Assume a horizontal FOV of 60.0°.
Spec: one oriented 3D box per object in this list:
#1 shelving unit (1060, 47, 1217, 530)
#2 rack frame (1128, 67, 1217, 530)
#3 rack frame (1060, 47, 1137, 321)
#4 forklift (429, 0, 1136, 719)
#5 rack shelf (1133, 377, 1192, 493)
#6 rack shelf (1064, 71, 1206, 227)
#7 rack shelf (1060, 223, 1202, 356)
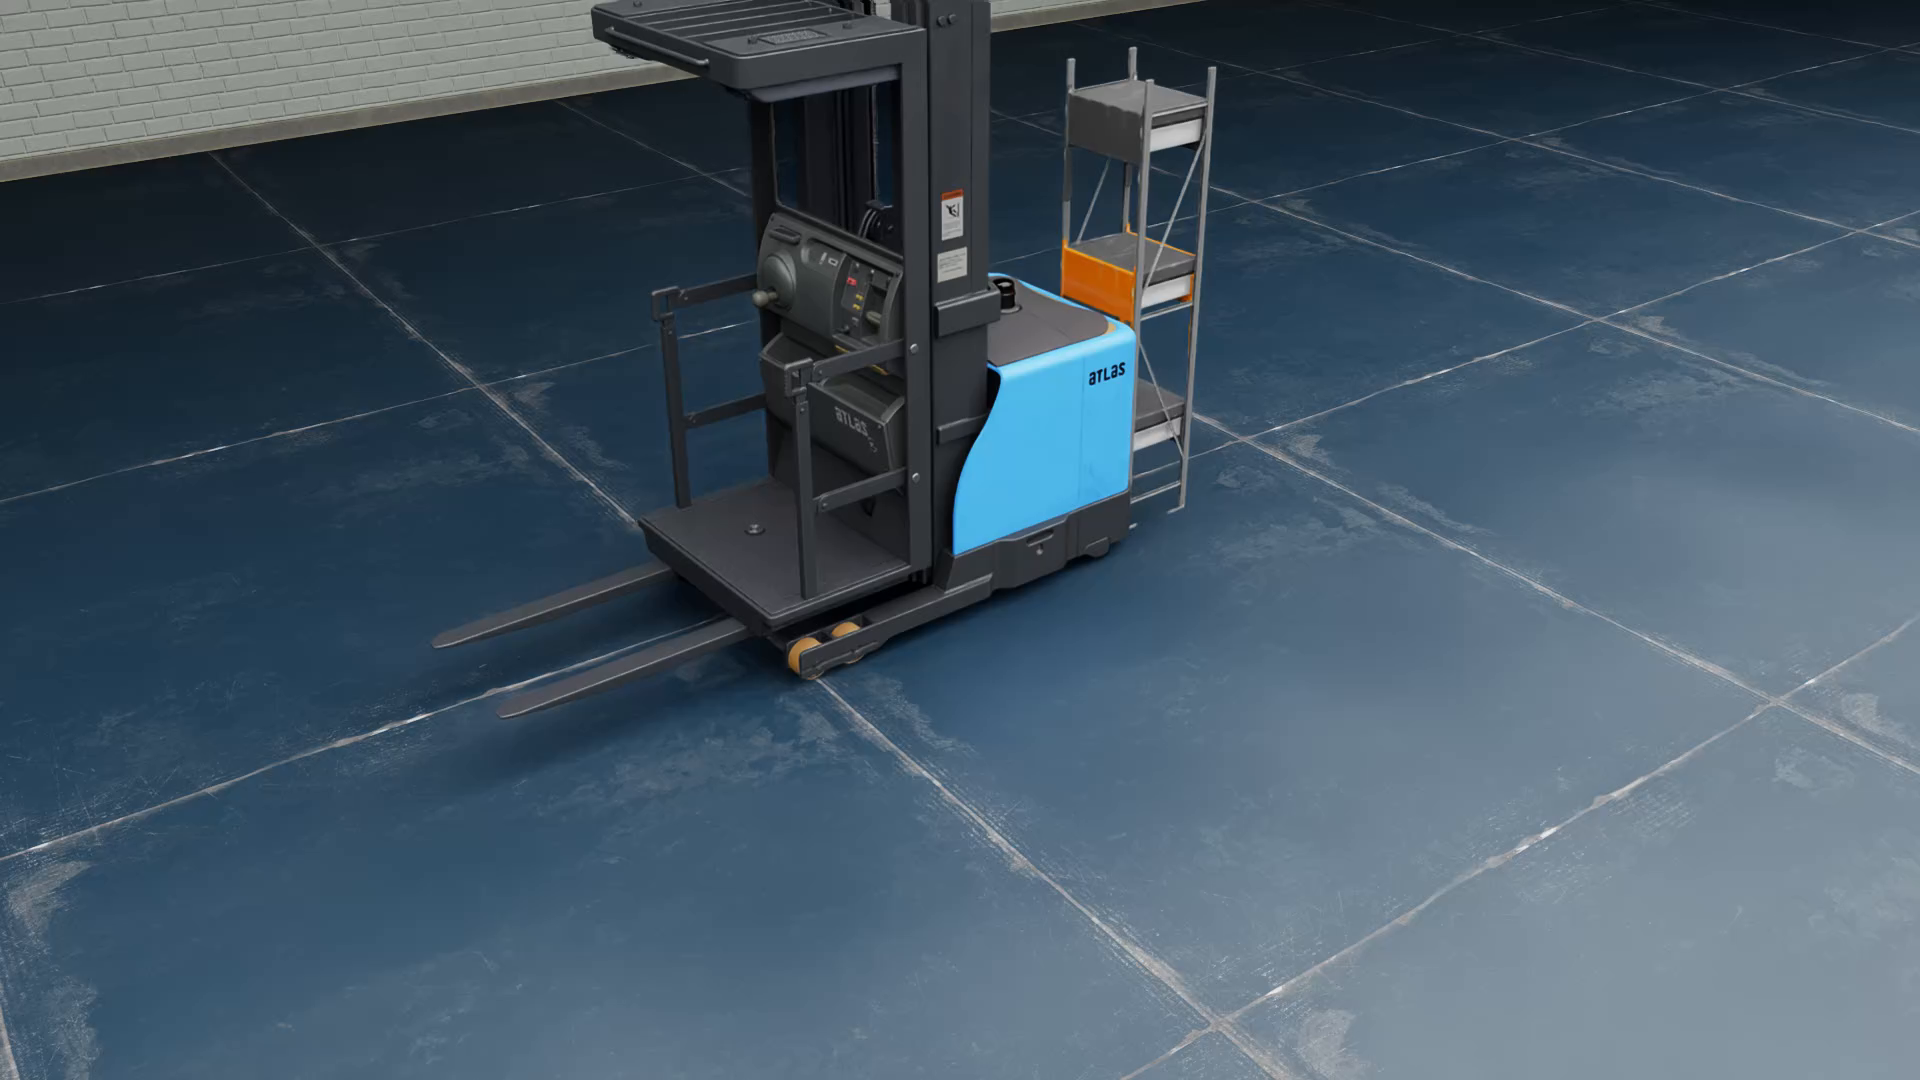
[{"bbox_3d":[0.773,-1.114,7.601,0.431,2.100,0.503,-20,35,-33],"label":"shelving unit"},{"bbox_3d":[0.924,-1.022,7.432,0.400,2.100,0.015,-20,35,-33],"label":"rack frame"},{"bbox_3d":[0.623,-1.205,7.769,0.400,2.100,0.015,-20,35,-33],"label":"rack frame"},{"bbox_3d":[-0.693,-1.010,6.538,3.031,2.935,1.130,-20,35,-33],"label":"forklift"},{"bbox_3d":[0.773,-0.487,7.941,0.431,0.518,0.480,-20,35,-33],"label":"rack shelf"},{"bbox_3d":[0.773,-1.717,7.273,0.431,0.518,0.480,-20,35,-33],"label":"rack shelf"},{"bbox_3d":[0.773,-1.102,7.607,0.431,0.518,0.480,-20,35,-33],"label":"rack shelf"}]
